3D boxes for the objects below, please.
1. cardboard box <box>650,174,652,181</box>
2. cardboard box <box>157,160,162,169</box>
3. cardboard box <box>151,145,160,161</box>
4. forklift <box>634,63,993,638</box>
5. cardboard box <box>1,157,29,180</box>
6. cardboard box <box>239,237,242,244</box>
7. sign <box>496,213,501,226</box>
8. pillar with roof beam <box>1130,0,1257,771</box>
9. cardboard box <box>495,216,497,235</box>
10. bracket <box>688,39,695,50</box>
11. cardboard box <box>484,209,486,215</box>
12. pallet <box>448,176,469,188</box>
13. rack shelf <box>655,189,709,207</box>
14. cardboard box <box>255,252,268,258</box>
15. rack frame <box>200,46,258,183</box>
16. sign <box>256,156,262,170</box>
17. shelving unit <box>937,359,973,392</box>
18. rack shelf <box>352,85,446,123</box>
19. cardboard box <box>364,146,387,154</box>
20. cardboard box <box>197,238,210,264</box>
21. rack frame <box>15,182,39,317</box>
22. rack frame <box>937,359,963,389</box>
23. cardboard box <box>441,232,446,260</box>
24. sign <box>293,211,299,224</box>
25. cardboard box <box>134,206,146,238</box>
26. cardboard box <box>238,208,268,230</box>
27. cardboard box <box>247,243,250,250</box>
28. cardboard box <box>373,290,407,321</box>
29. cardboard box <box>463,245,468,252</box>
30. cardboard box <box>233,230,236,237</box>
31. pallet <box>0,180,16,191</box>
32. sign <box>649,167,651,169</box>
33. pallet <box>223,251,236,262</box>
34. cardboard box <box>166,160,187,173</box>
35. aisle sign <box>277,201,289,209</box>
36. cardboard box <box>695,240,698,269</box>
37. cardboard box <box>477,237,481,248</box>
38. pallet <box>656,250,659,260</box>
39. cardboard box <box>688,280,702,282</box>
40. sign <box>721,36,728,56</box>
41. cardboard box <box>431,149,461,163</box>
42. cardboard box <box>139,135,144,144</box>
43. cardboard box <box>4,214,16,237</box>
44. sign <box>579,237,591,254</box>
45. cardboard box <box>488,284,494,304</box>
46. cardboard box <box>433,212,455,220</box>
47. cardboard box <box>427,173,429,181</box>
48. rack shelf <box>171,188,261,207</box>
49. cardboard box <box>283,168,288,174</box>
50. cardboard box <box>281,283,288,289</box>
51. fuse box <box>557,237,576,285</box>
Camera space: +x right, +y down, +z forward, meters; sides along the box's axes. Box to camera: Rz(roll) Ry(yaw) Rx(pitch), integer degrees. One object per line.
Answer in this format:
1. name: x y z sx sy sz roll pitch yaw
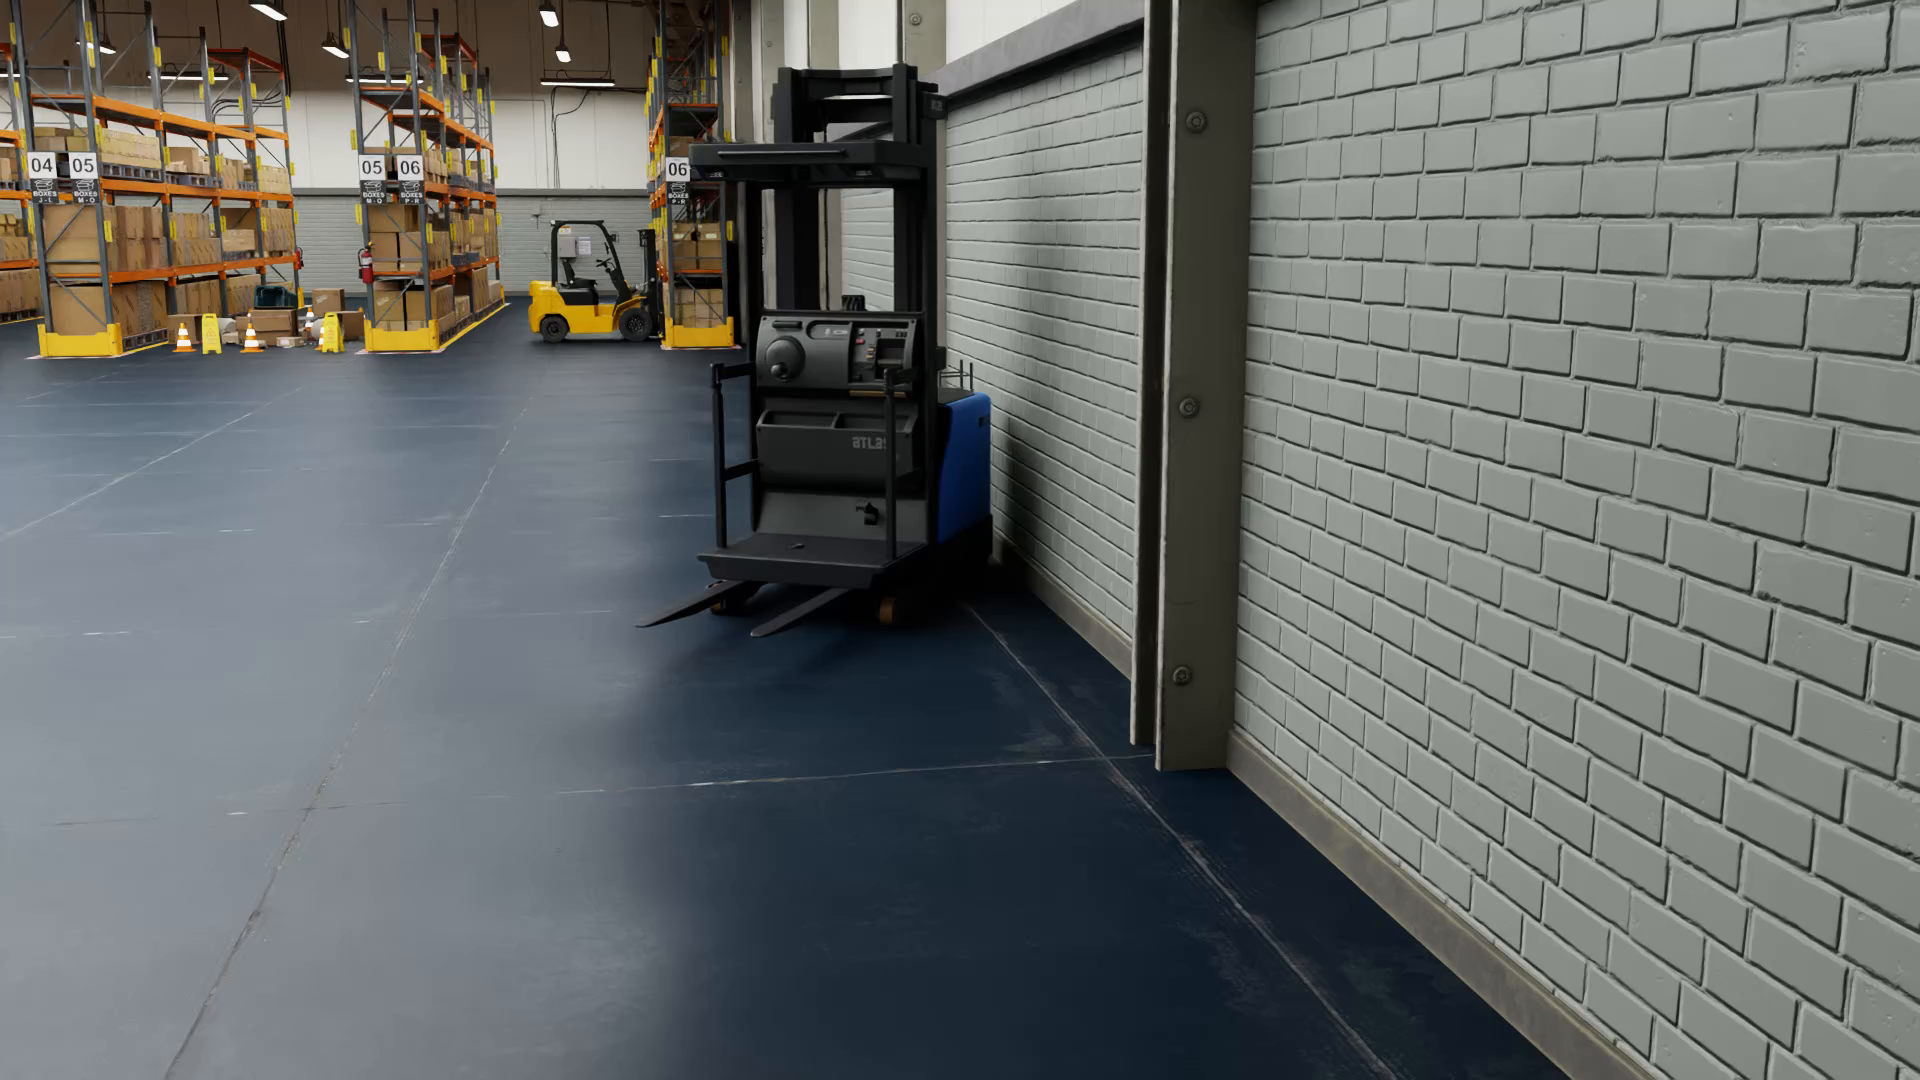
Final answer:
1. cardboard box: -6.952 -8.360 38.355 0.380 0.149 0.250 -2 11 -10
2. cardboard box: -14.626 -6.761 29.955 0.380 0.149 0.250 -2 11 -11
3. cardboard box: -14.662 -6.931 29.783 0.500 0.250 0.500 -2 11 -12
4. forklift: -0.747 -1.065 8.951 1.130 2.935 3.031 4 11 18
5. cardboard box: -21.662 -8.436 37.814 0.700 0.500 0.500 -3 11 -14
6. cardboard box: -16.035 -6.600 36.601 0.380 0.149 0.250 -2 11 -11
7. sign: -11.973 -8.312 43.117 0.100 0.325 0.005 -2 11 -11
8. pillar with roof beam: -3.334 -3.406 5.025 9.100 9.000 0.400 -2 11 -11
9. cardboard box: -12.181 -8.071 42.635 0.500 0.500 0.500 -2 11 -9
10. bracket: -6.381 -11.845 39.733 0.235 0.232 0.430 -2 11 -11
11. cardboard box: -11.682 -7.942 40.227 0.380 0.149 0.250 -2 11 -11
12. pallet: -10.395 -7.098 32.945 1.213 0.211 1.003 -2 11 -11
13. rack shelf: -5.695 -7.077 34.260 1.077 0.370 4.000 -2 11 -11
14. cardboard box: -16.300 -6.618 38.619 0.380 0.149 0.250 -2 11 -9
15. rack frame: -16.566 -9.625 37.699 1.000 3.000 0.127 -2 11 -11
16. sign: -16.022 -8.620 38.004 0.100 0.325 0.005 -2 11 -11
17. shelving unit: -0.056 -0.580 11.003 0.258 1.200 0.189 -5 14 -20
18. rack shelf: -9.785 -7.635 29.173 1.077 0.370 4.000 -2 11 -11
19. cardboard box: -9.752 -6.469 27.678 0.380 0.149 0.250 -2 11 -10
20. cardboard box: -15.244 -5.737 33.051 0.500 0.500 0.500 -2 11 -12
21. rack frame: -21.451 -6.516 37.409 1.000 3.000 0.127 -2 11 -11
22. rack frame: -0.088 -0.598 11.087 0.240 1.200 0.006 -5 14 -20
23. cardboard box: -9.632 -5.343 30.182 0.500 0.500 0.500 -2 11 -9
24. sign: -16.796 -8.152 42.063 0.100 0.325 0.005 -2 11 -11
25. cardboard box: -14.781 -5.545 29.019 0.875 0.550 0.550 -2 11 -11
26. cardboard box: -16.415 -7.456 38.610 0.500 0.500 0.500 -2 11 -10
27. cardboard box: -16.197 -6.602 37.408 0.380 0.149 0.250 -2 11 -11
28. cardboard box: -9.808 -4.037 28.609 0.500 0.500 0.500 -2 11 -11
29. cardboard box: -10.333 -5.987 34.176 0.380 0.149 0.250 -2 11 -10
30. cardboard box: -15.945 -6.652 36.082 0.380 0.149 0.250 -2 11 -9
31. pallet: -21.224 -7.729 36.273 0.805 0.209 1.217 -3 11 -13
32. sign: -7.393 -8.764 39.815 0.100 0.325 0.005 -2 11 -11
33. pallet: -16.031 -5.977 35.090 1.213 0.211 1.003 -2 11 -11
34. cardboard box: -15.166 -7.225 32.078 0.396 0.266 0.258 -2 11 -11
35. aisle sign: -17.064 -8.713 41.999 0.394 0.787 0.004 -2 11 -11
36. cardboard box: -4.475 -5.102 29.710 0.500 0.500 0.500 -2 11 -9
37. cardboard box: -11.078 -6.697 37.423 0.500 0.250 0.500 -2 11 -10
38. pallet: -6.285 -6.352 37.058 1.213 0.211 1.003 -2 11 -11
39. cardboard box: -5.880 -5.728 37.096 0.380 0.149 0.250 -2 11 -8
40. sign: -3.982 -8.360 28.129 0.100 0.325 0.005 -2 11 -11
41. cardboard box: -10.002 -7.474 32.360 0.500 0.250 0.500 -2 11 -12
42. cardboard box: -14.428 -6.967 28.903 0.380 0.149 0.250 -2 11 -11
43. cardboard box: -21.319 -6.941 36.692 0.797 0.503 0.637 -2 11 -12
44. sign: -11.095 -8.702 49.150 0.329 0.494 0.001 -2 11 -11
45. cardboard box: -11.747 -5.943 40.129 0.875 0.438 0.875 -2 11 -12
46. cardboard box: -9.919 -6.229 31.978 0.380 0.149 0.250 -2 11 -11
47. cardboard box: -9.427 -6.286 28.851 0.380 0.149 0.250 -2 11 -13
48. rack shelf: -16.177 -7.431 36.119 1.077 0.370 4.000 -2 11 -11
49. cardboard box: -16.991 -9.203 41.499 0.380 0.149 0.250 -2 11 -12
50. cardboard box: -16.730 -6.234 40.836 0.380 0.149 0.250 -2 11 -9
51. fuse box: -11.539 -8.060 48.968 0.539 1.711 0.414 -2 11 -11
